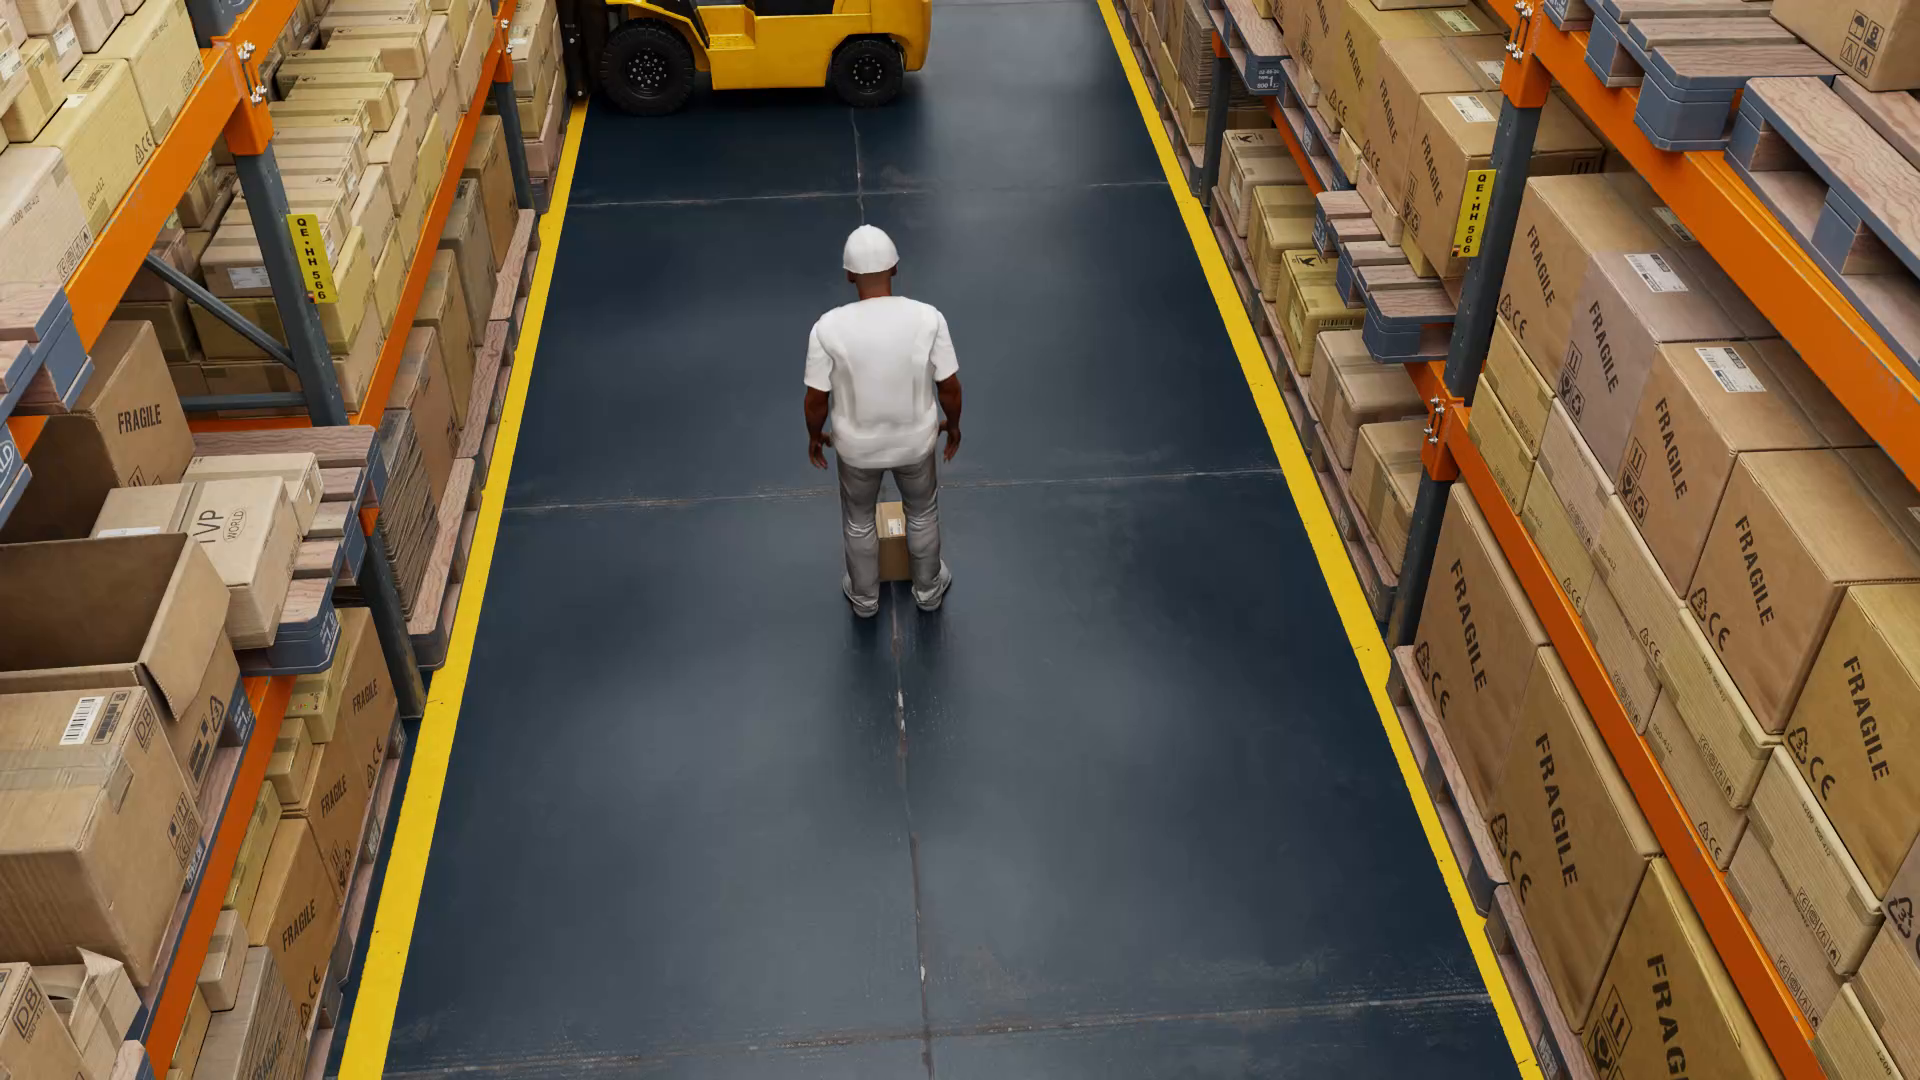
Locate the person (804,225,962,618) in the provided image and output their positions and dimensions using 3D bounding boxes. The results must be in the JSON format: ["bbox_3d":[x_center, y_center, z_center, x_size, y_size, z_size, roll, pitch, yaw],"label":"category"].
[{"bbox_3d":[-0.305,-0.433,6.677,0.628,1.761,0.457,-5,39,-6],"label":"person"}]
